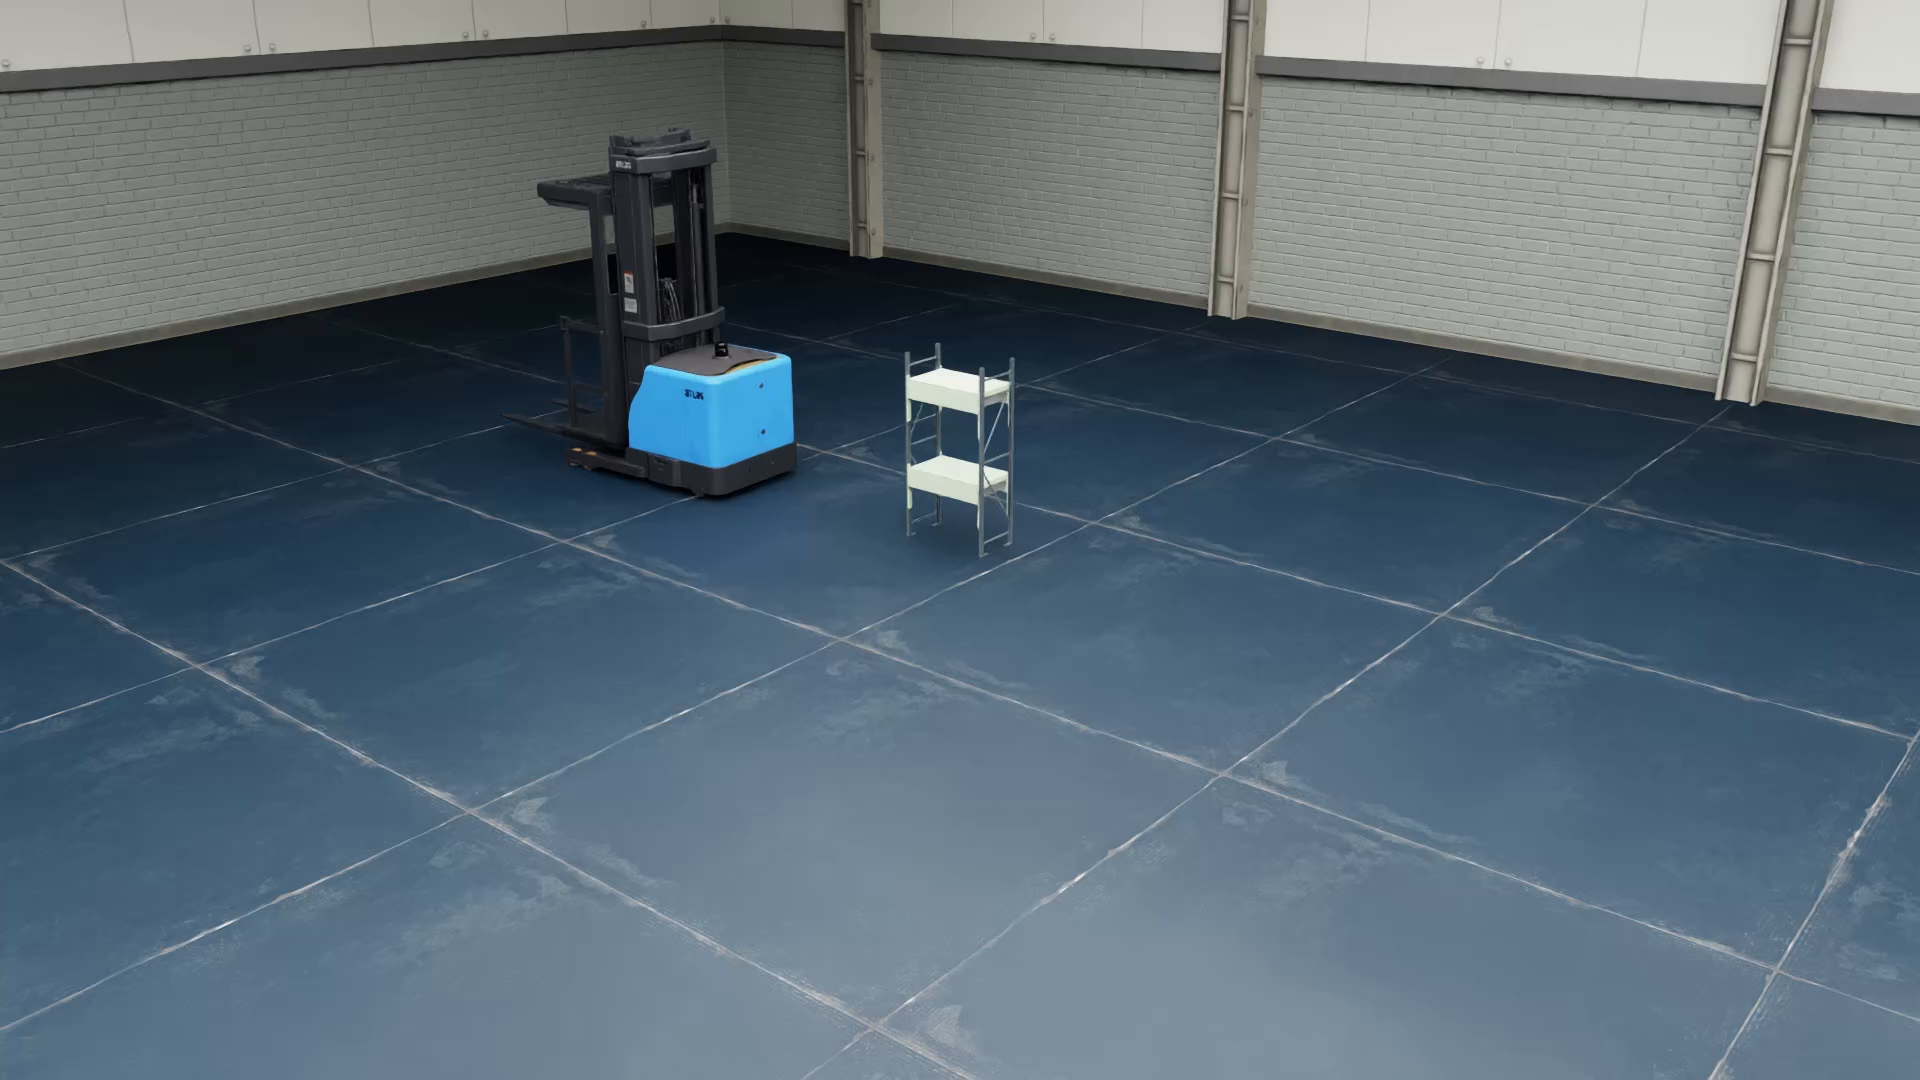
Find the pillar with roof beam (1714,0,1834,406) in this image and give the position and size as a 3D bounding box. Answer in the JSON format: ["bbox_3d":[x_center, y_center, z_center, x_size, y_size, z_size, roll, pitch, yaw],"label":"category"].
[{"bbox_3d":[5.227,-4.466,12.257,0.400,9.000,9.100,16,26,36],"label":"pillar with roof beam"}]

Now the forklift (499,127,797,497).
[{"bbox_3d":[-2.930,-2.128,14.657,3.031,2.935,1.130,14,25,34],"label":"forklift"}]

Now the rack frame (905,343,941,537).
[{"bbox_3d":[-0.289,-0.785,13.124,0.023,1.500,0.400,16,26,36],"label":"rack frame"}]

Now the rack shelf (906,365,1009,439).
[{"bbox_3d":[-0.005,-1.068,12.770,0.720,0.370,0.431,16,26,36],"label":"rack shelf"}]

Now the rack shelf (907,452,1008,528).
[{"bbox_3d":[-0.005,-0.398,13.023,0.720,0.370,0.431,16,26,36],"label":"rack shelf"}]

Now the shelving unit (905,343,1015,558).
[{"bbox_3d":[-0.005,-0.703,12.907,0.755,1.500,0.431,16,26,36],"label":"shelving unit"}]

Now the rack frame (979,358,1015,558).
[{"bbox_3d":[0.278,-0.622,12.691,0.023,1.500,0.400,16,26,36],"label":"rack frame"}]

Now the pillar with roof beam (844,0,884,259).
[{"bbox_3d":[-4.069,-7.143,19.357,0.400,9.000,9.100,16,26,36],"label":"pillar with roof beam"}]

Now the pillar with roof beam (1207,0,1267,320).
[{"bbox_3d":[0.579,-5.805,15.807,0.400,9.000,9.100,16,26,36],"label":"pillar with roof beam"}]
